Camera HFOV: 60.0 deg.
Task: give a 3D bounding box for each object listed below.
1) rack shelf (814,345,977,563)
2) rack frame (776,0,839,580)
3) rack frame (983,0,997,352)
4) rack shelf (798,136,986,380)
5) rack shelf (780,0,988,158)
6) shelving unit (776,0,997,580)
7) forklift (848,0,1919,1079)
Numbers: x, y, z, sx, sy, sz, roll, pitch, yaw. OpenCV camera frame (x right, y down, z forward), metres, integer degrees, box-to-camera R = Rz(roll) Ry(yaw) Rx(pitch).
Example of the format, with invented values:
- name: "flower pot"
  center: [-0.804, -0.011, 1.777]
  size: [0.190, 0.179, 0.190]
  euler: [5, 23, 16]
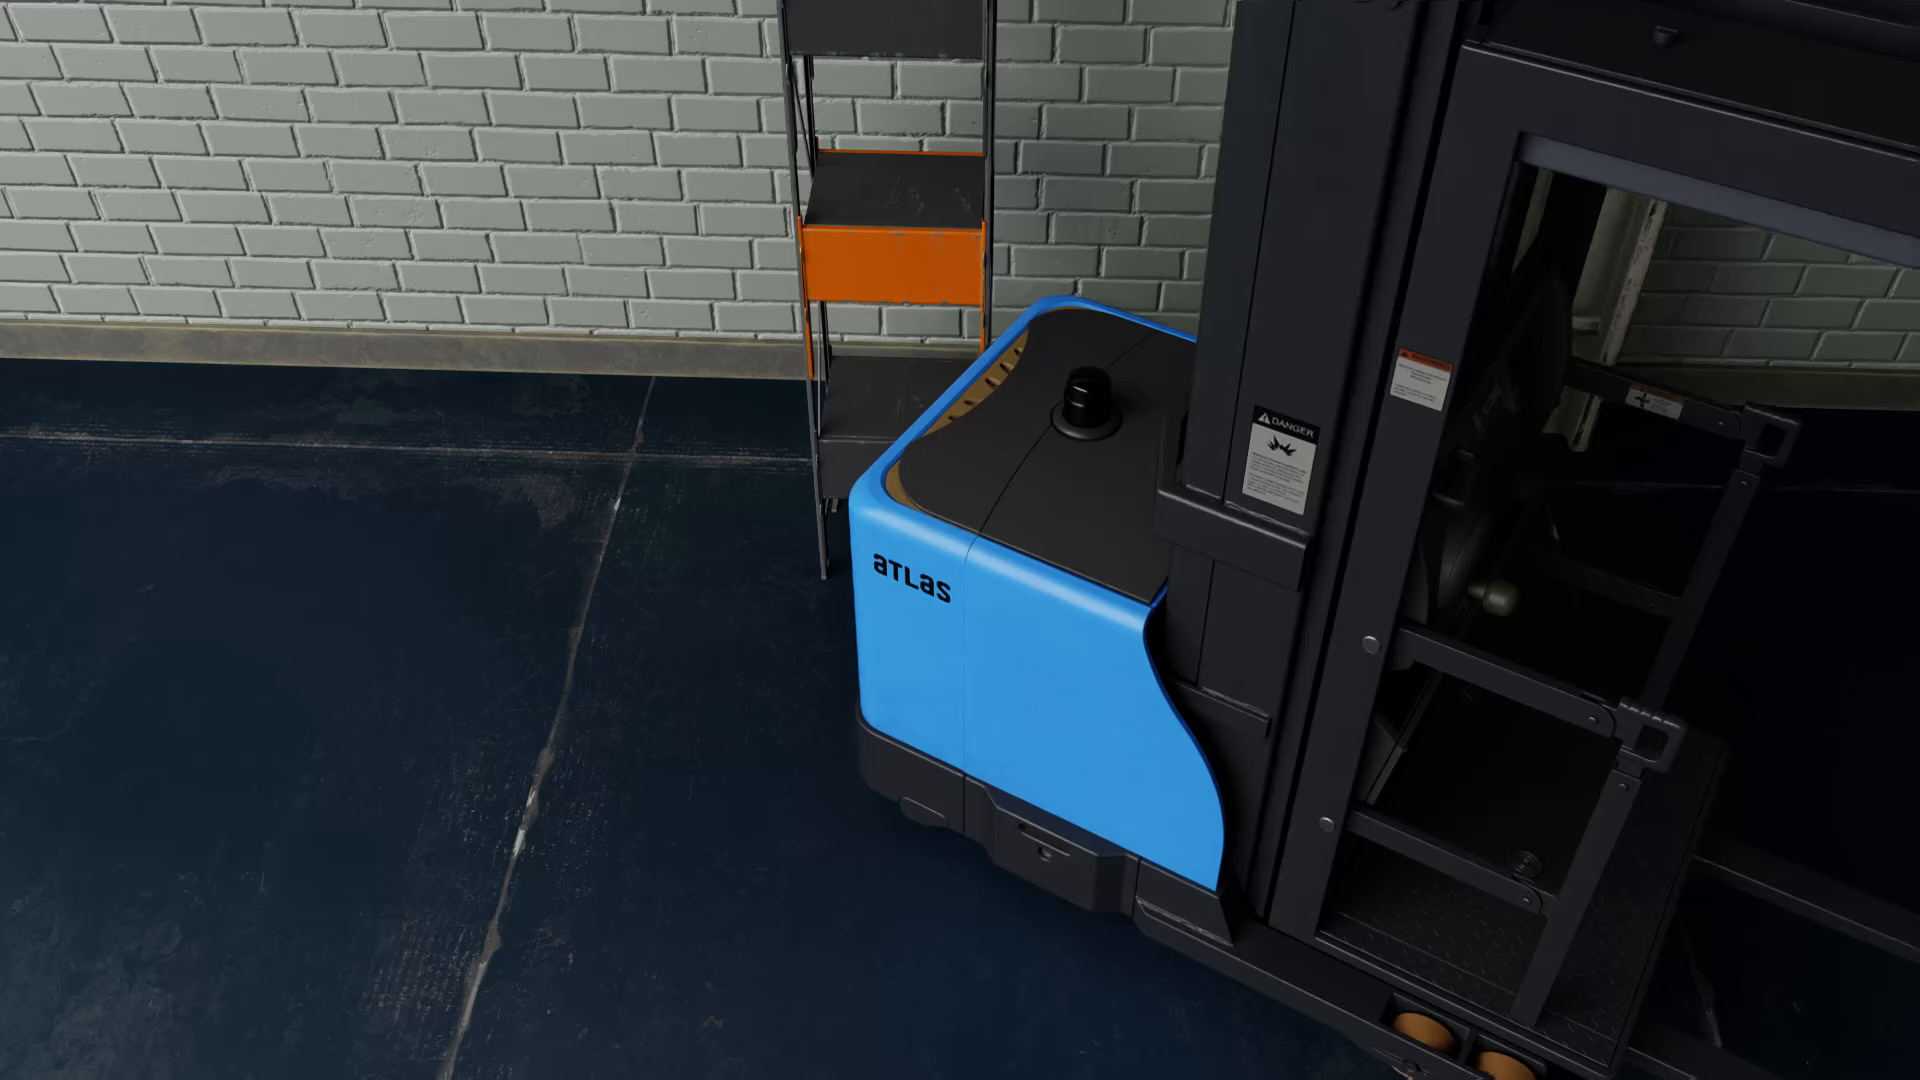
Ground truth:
- name: "rack shelf"
  center: [-0.165, -0.251, 5.026]
  size: [0.480, 0.518, 0.431]
  euler: [2, 43, 2]
- name: "rack frame"
  center: [-0.409, -0.781, 4.548]
  size: [0.015, 2.100, 0.400]
  euler: [2, 43, 2]
- name: "rack frame"
  center: [0.078, -0.766, 4.532]
  size: [0.015, 2.100, 0.400]
  euler: [2, 43, 2]
- name: "rack shelf"
  center: [-0.165, -0.763, 4.549]
  size: [0.480, 0.518, 0.431]
  euler: [2, 43, 2]
- name: "rack shelf"
  center: [-0.165, -1.276, 4.072]
  size: [0.480, 0.518, 0.431]
  euler: [2, 43, 2]
- name: "shelving unit"
  center: [-0.165, -0.773, 4.540]
  size: [0.503, 2.100, 0.431]
  euler: [2, 43, 2]
- name: "forklift"
  center: [1.253, -0.156, 3.267]
  size: [3.031, 2.935, 1.130]
  euler: [22, 47, 22]
